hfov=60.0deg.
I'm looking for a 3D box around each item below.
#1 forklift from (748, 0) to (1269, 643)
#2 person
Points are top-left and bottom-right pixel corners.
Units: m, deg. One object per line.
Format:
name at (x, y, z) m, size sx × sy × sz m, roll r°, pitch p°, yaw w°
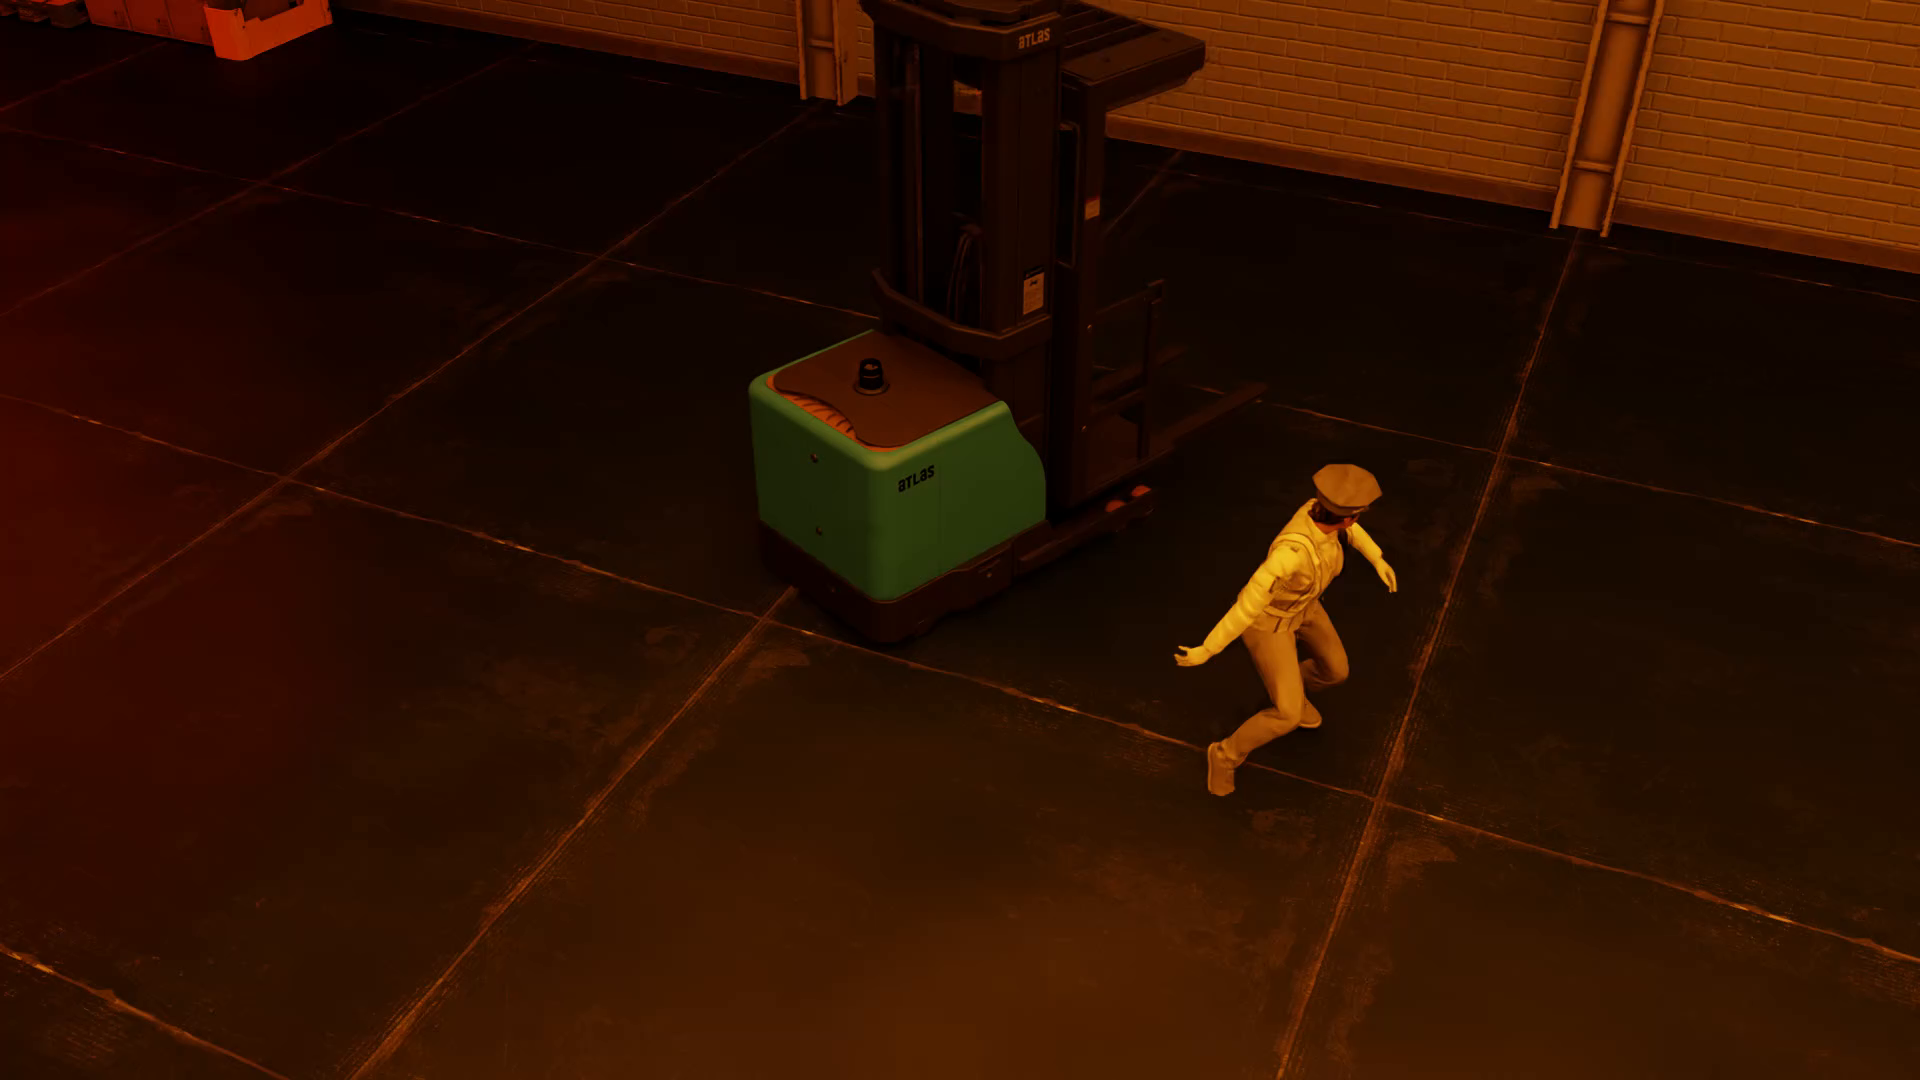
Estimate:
forklift at (0.414, -1.440, 8.106) m, size 3.031 × 2.935 × 1.130 m, roll -28°, pitch 44°, yaw -33°
person at (1.351, 0.379, 6.858) m, size 0.500 × 1.576 × 0.942 m, roll 28°, pitch 44°, yaw 33°
